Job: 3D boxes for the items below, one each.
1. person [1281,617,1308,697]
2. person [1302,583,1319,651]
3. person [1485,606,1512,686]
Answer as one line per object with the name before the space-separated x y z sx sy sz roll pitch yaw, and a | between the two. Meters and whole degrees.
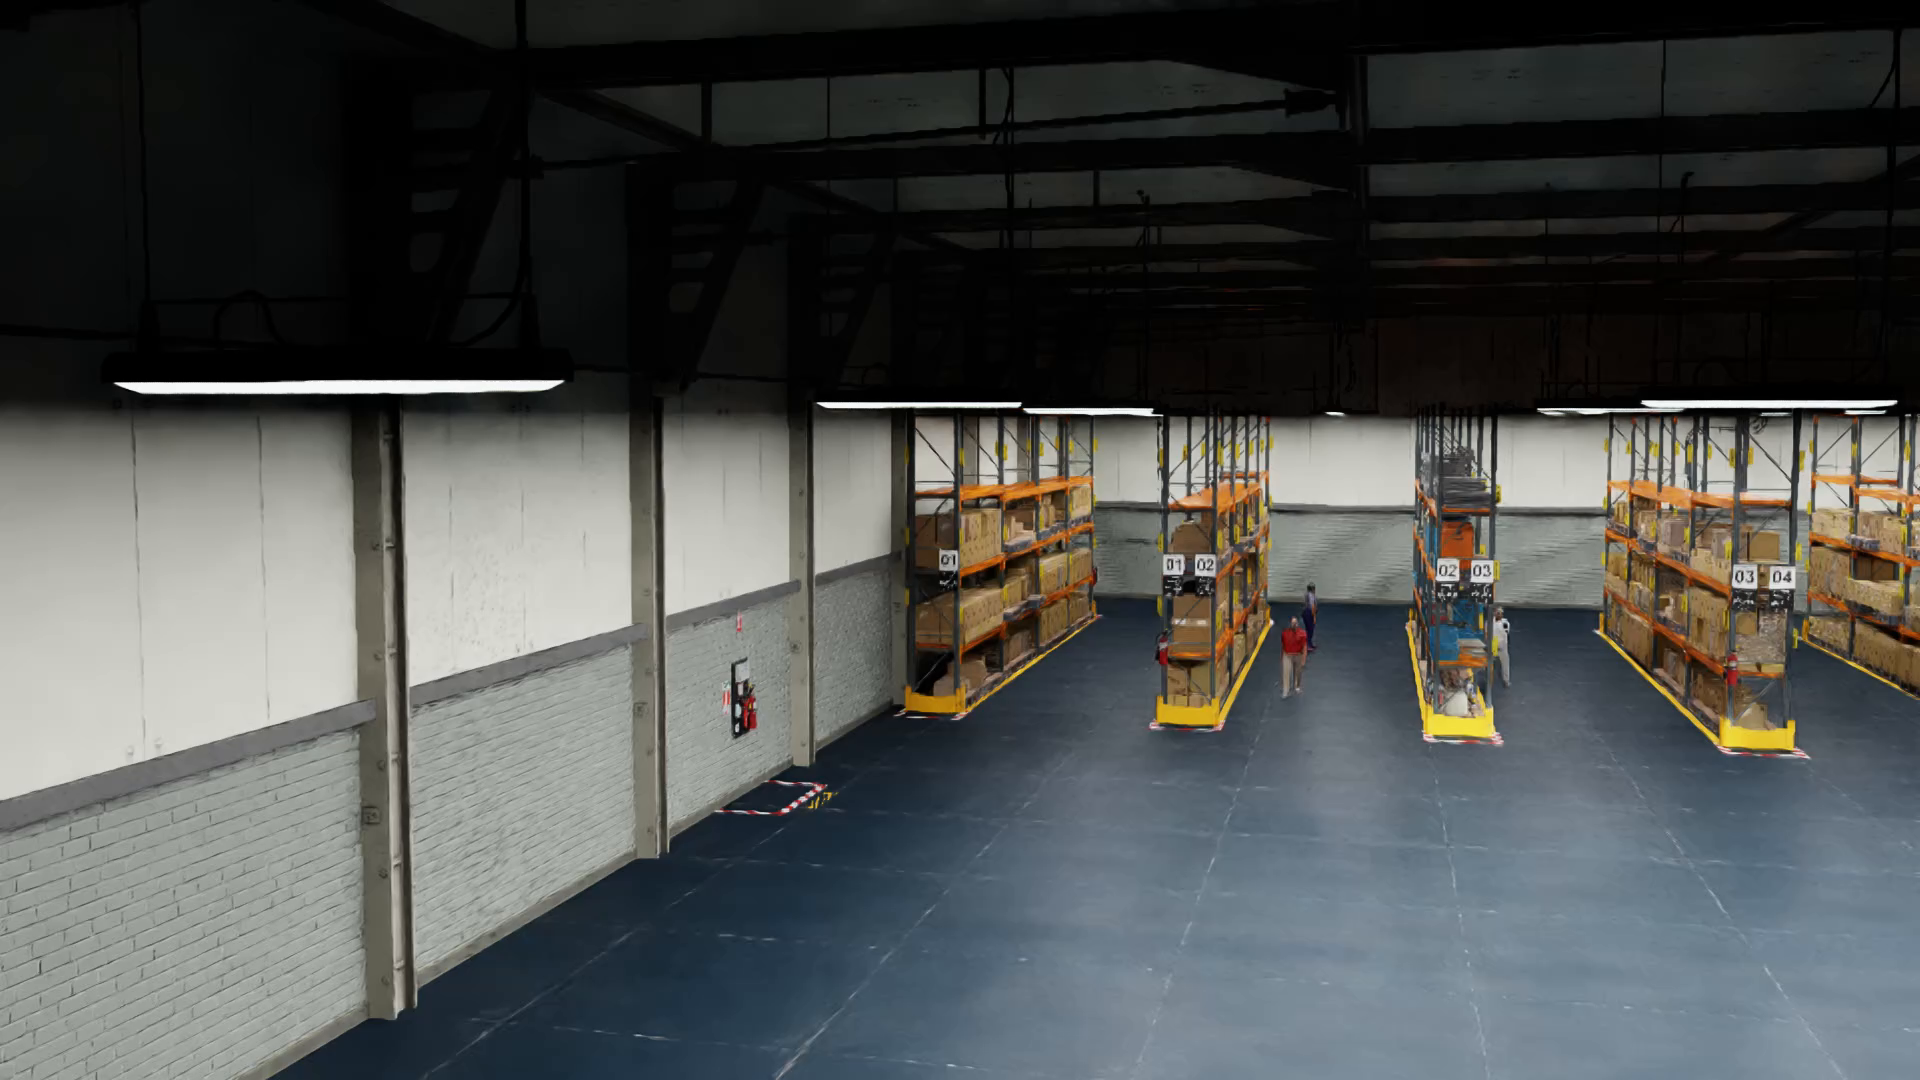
person | 6.866 2.437 34.190 0.541 1.546 1.116 1 4 12
person | 8.714 1.890 41.179 0.447 1.657 0.579 -1 4 -7
person | 11.549 2.250 35.761 0.536 1.707 1.036 0 4 6
